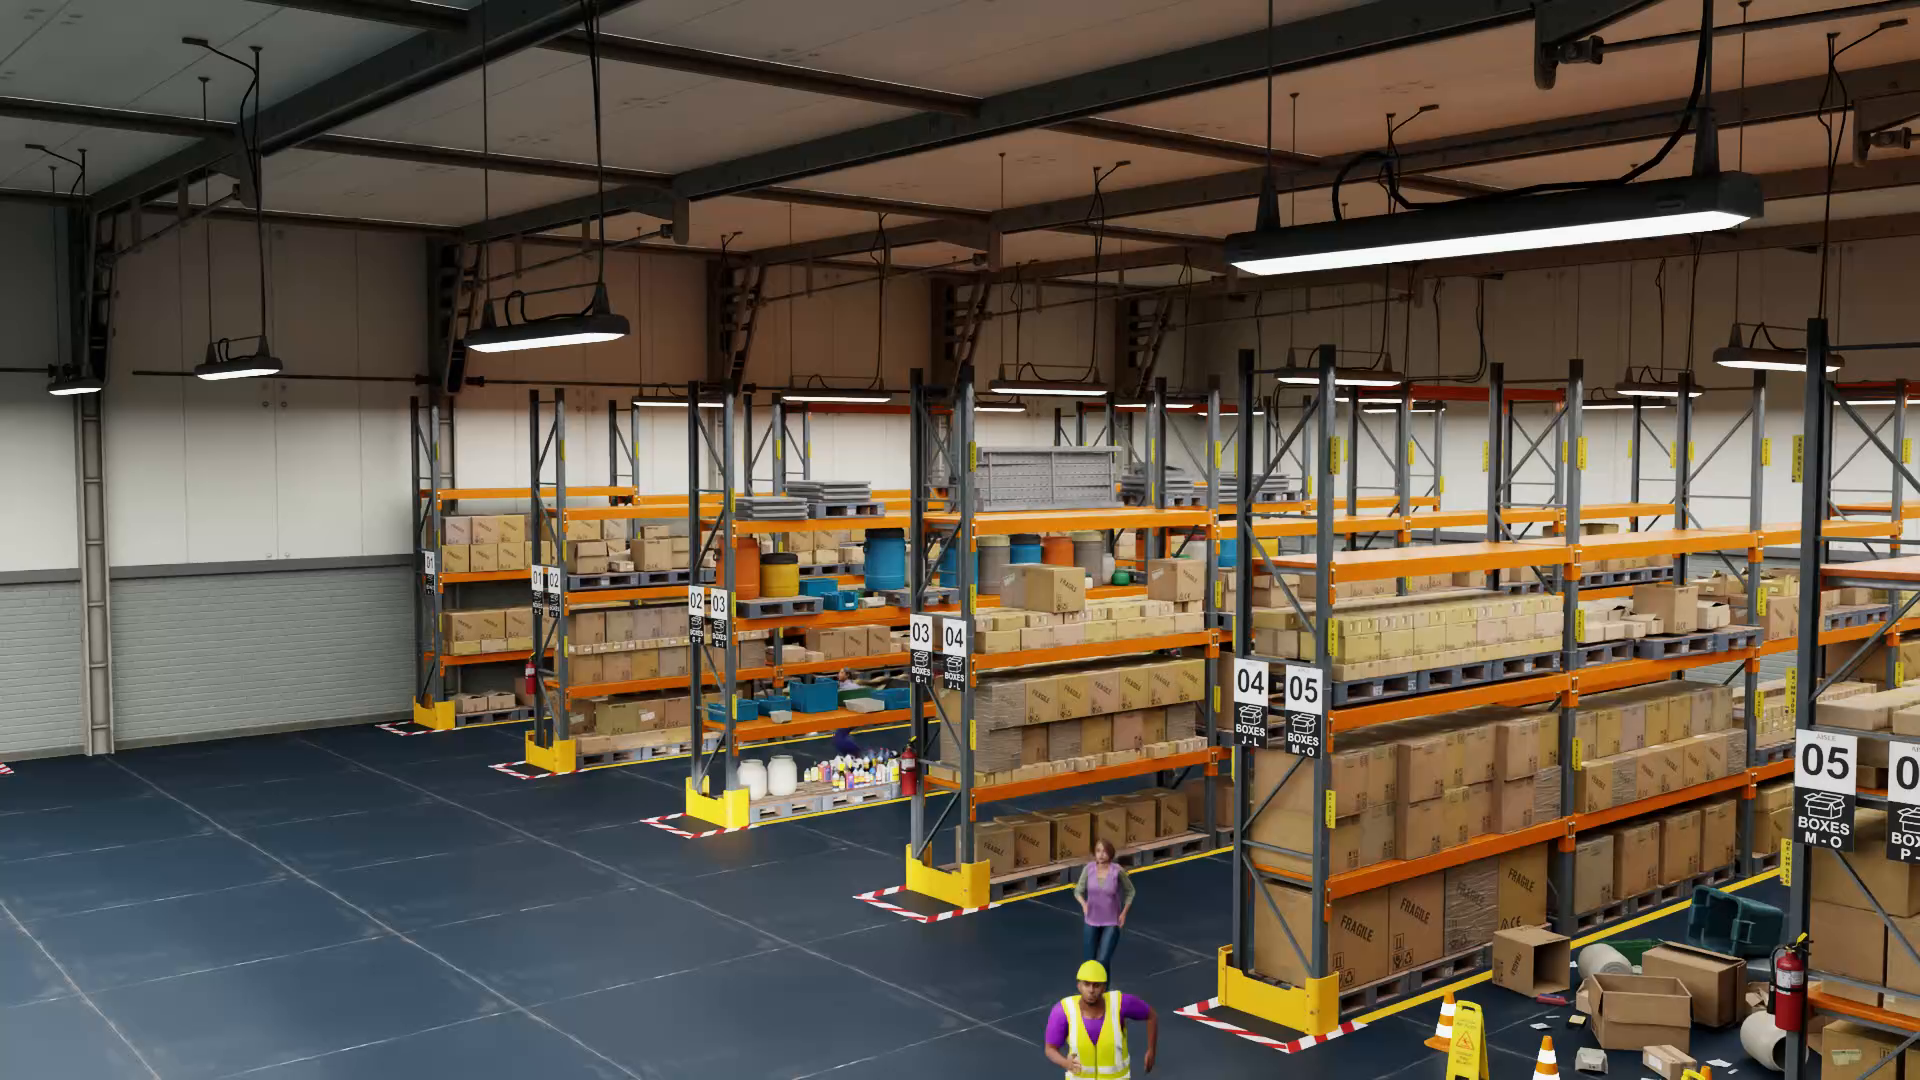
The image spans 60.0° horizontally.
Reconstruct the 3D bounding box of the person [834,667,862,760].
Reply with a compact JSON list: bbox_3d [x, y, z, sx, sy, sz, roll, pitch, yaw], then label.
[{"bbox_3d":[-1.829,2.818,26.336,0.493,1.612,0.611,-2,4,-35],"label":"person"}]

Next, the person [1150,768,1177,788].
[{"bbox_3d":[2.953,2.830,24.766,0.690,1.798,0.847,3,5,45],"label":"person"}]

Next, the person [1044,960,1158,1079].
[{"bbox_3d":[0.934,3.635,11.087,0.743,1.707,0.721,1,3,9],"label":"person"}]

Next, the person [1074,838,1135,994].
[{"bbox_3d":[1.305,3.490,15.176,0.537,1.570,0.675,1,3,16],"label":"person"}]
